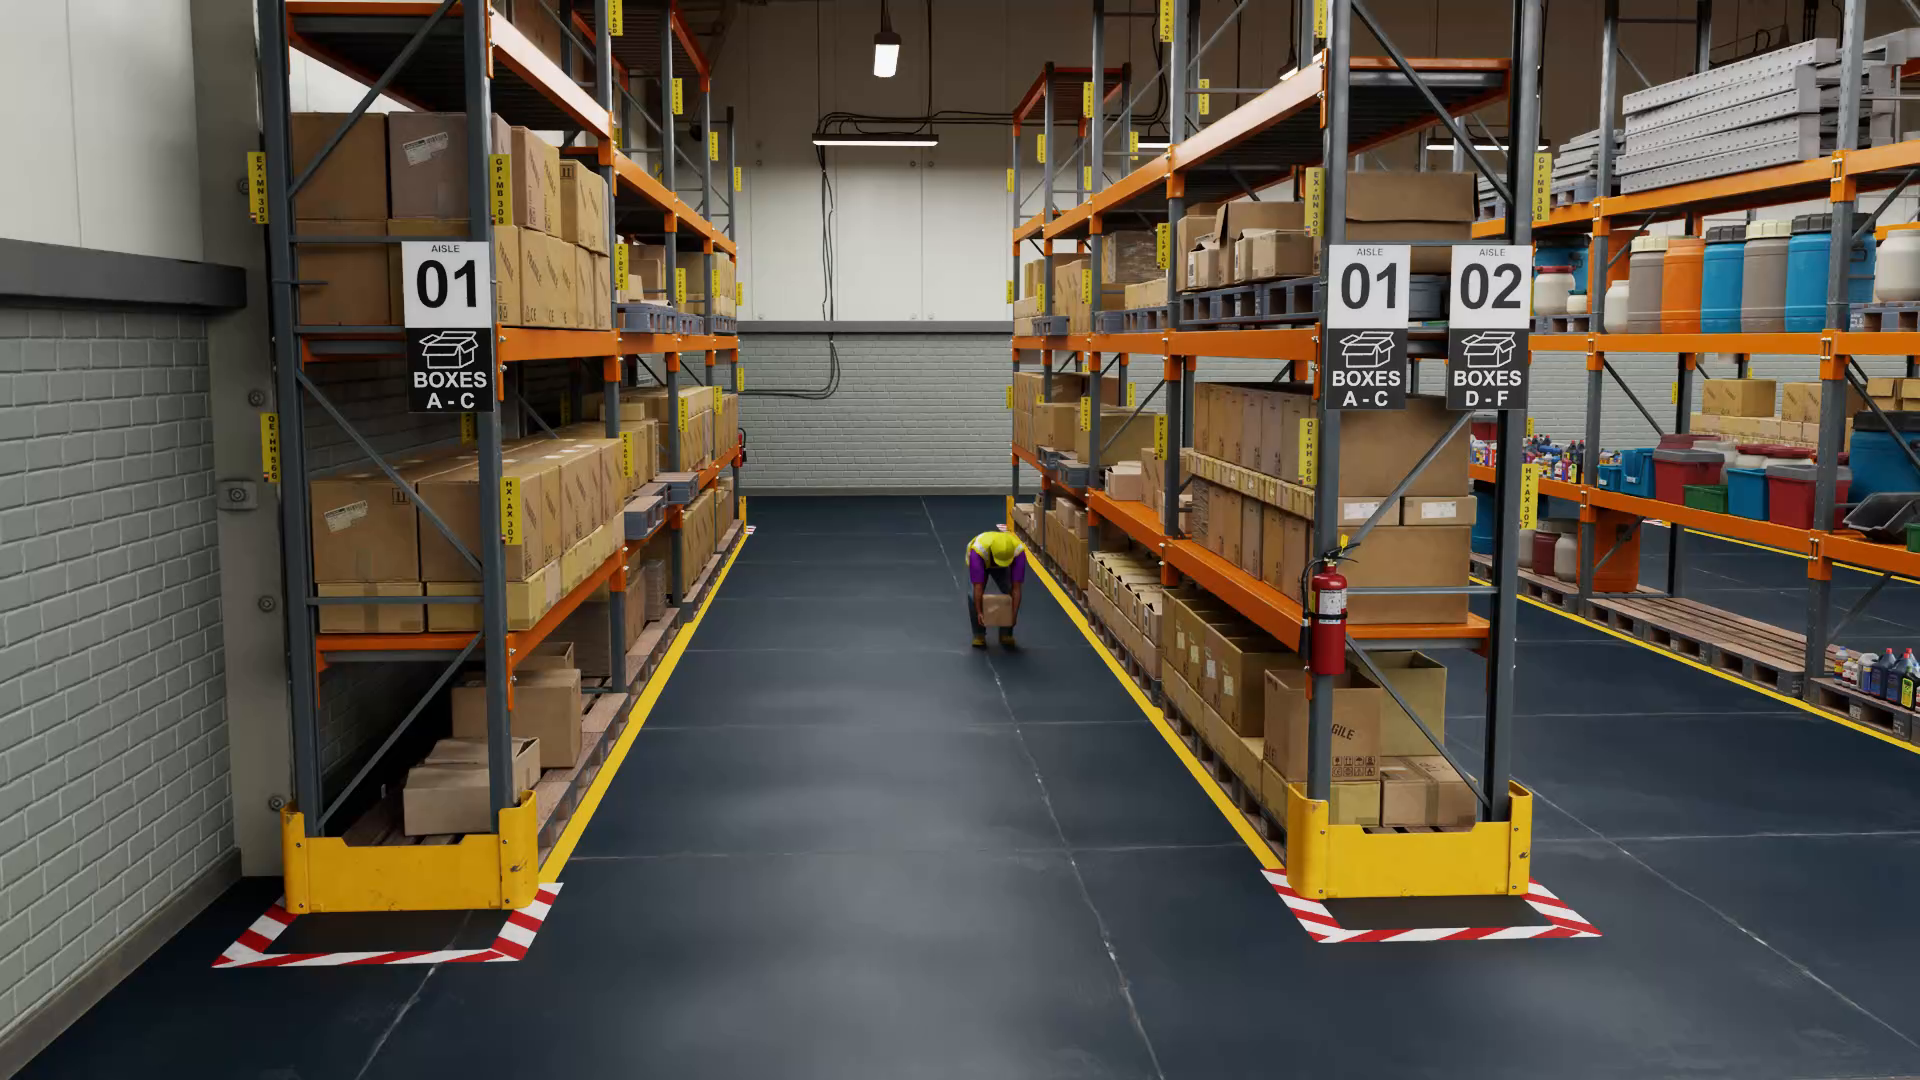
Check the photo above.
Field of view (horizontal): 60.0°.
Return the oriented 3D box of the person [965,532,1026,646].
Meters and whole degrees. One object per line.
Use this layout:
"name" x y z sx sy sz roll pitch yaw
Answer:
"person" 0.323 0.435 14.924 0.510 1.072 0.965 -1 7 -7
